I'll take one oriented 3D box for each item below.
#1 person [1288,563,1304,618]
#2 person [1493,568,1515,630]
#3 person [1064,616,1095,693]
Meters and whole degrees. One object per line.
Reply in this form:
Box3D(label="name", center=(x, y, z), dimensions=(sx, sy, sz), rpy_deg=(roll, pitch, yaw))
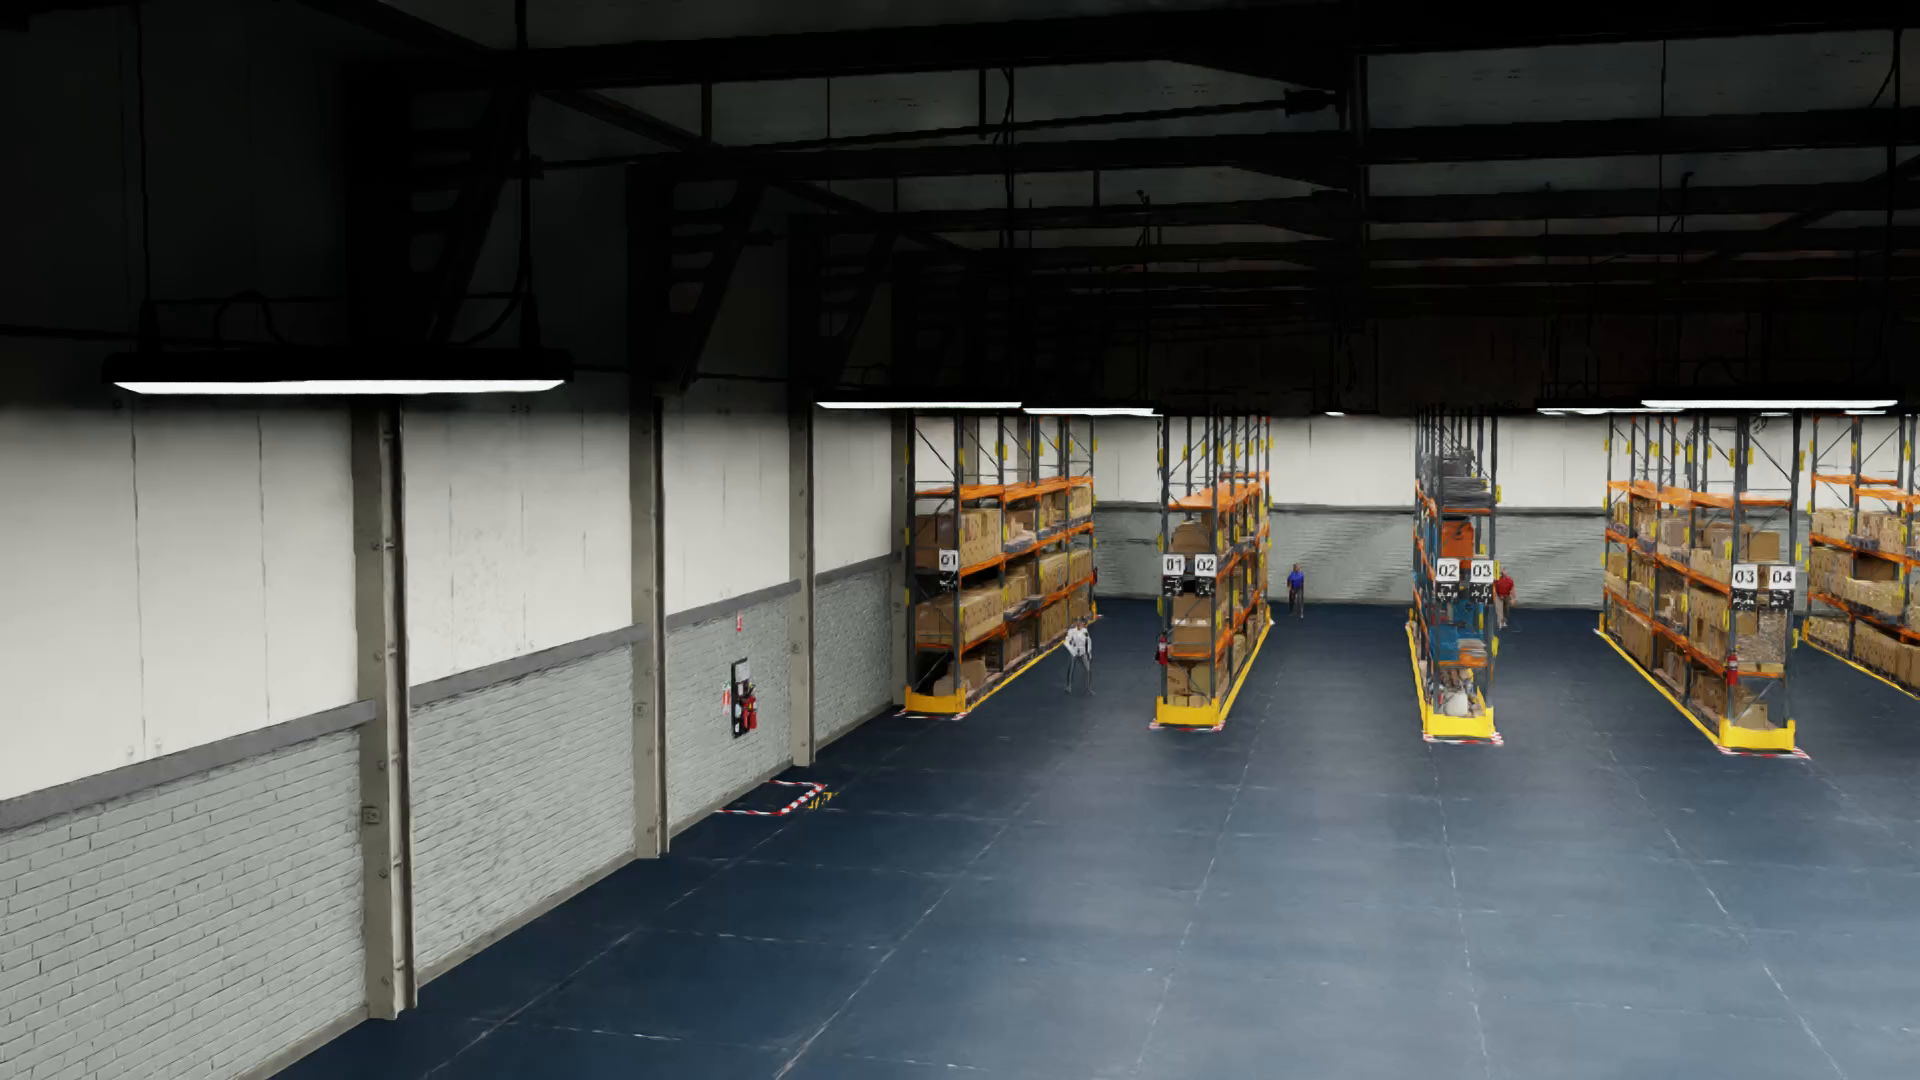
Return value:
Box3D(label="person", center=(9.647, 1.437, 47.819), dimensions=(0.456, 1.571, 1.060), rpy_deg=(0, 4, 5))
Box3D(label="person", center=(14.819, 1.587, 45.290), dimensions=(0.556, 1.669, 1.030), rpy_deg=(1, 4, 13))
Box3D(label="person", center=(2.480, 2.375, 34.819), dimensions=(0.630, 1.604, 0.811), rpy_deg=(0, 4, -3))
